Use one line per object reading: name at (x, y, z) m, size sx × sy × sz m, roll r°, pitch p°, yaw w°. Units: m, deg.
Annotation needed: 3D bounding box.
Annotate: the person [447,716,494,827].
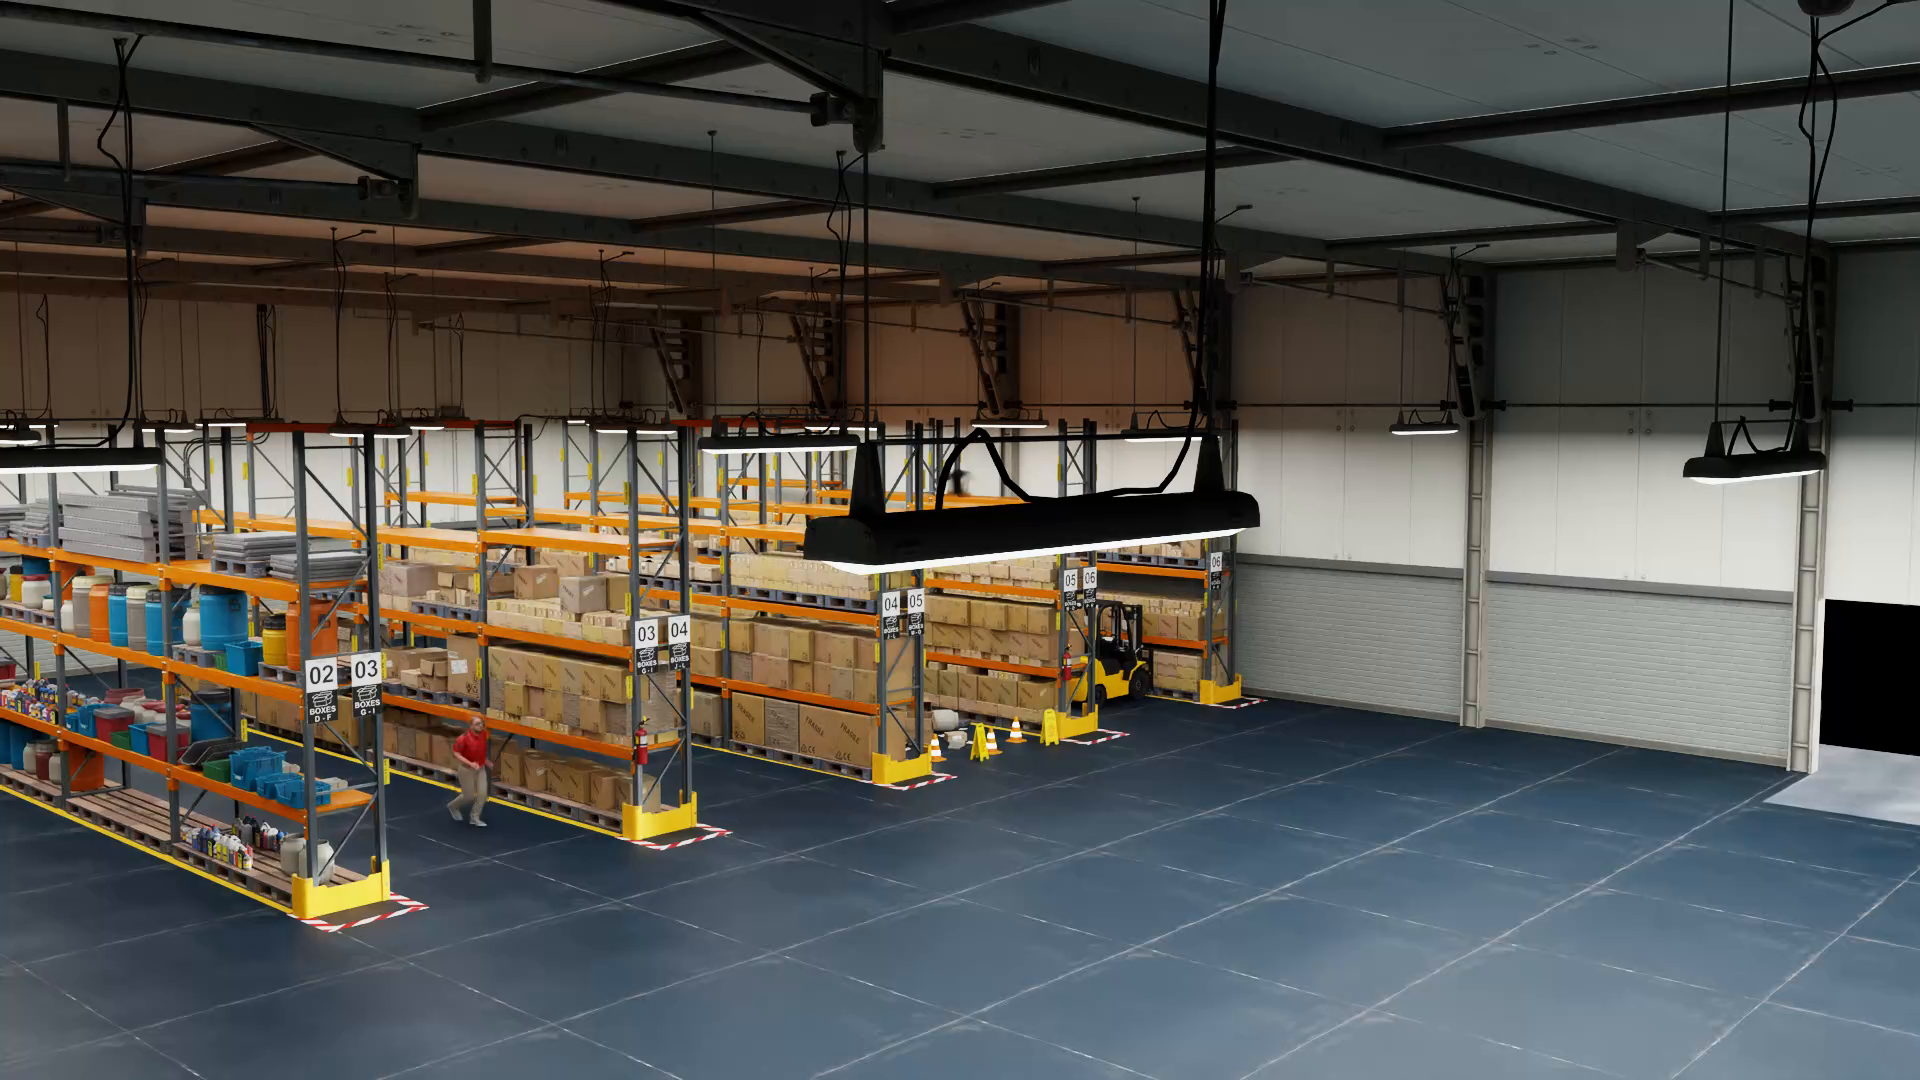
person at (-7.380, 3.464, 25.008) m, size 0.774 × 1.677 × 0.660 m, roll 3°, pitch 6°, yaw 36°
